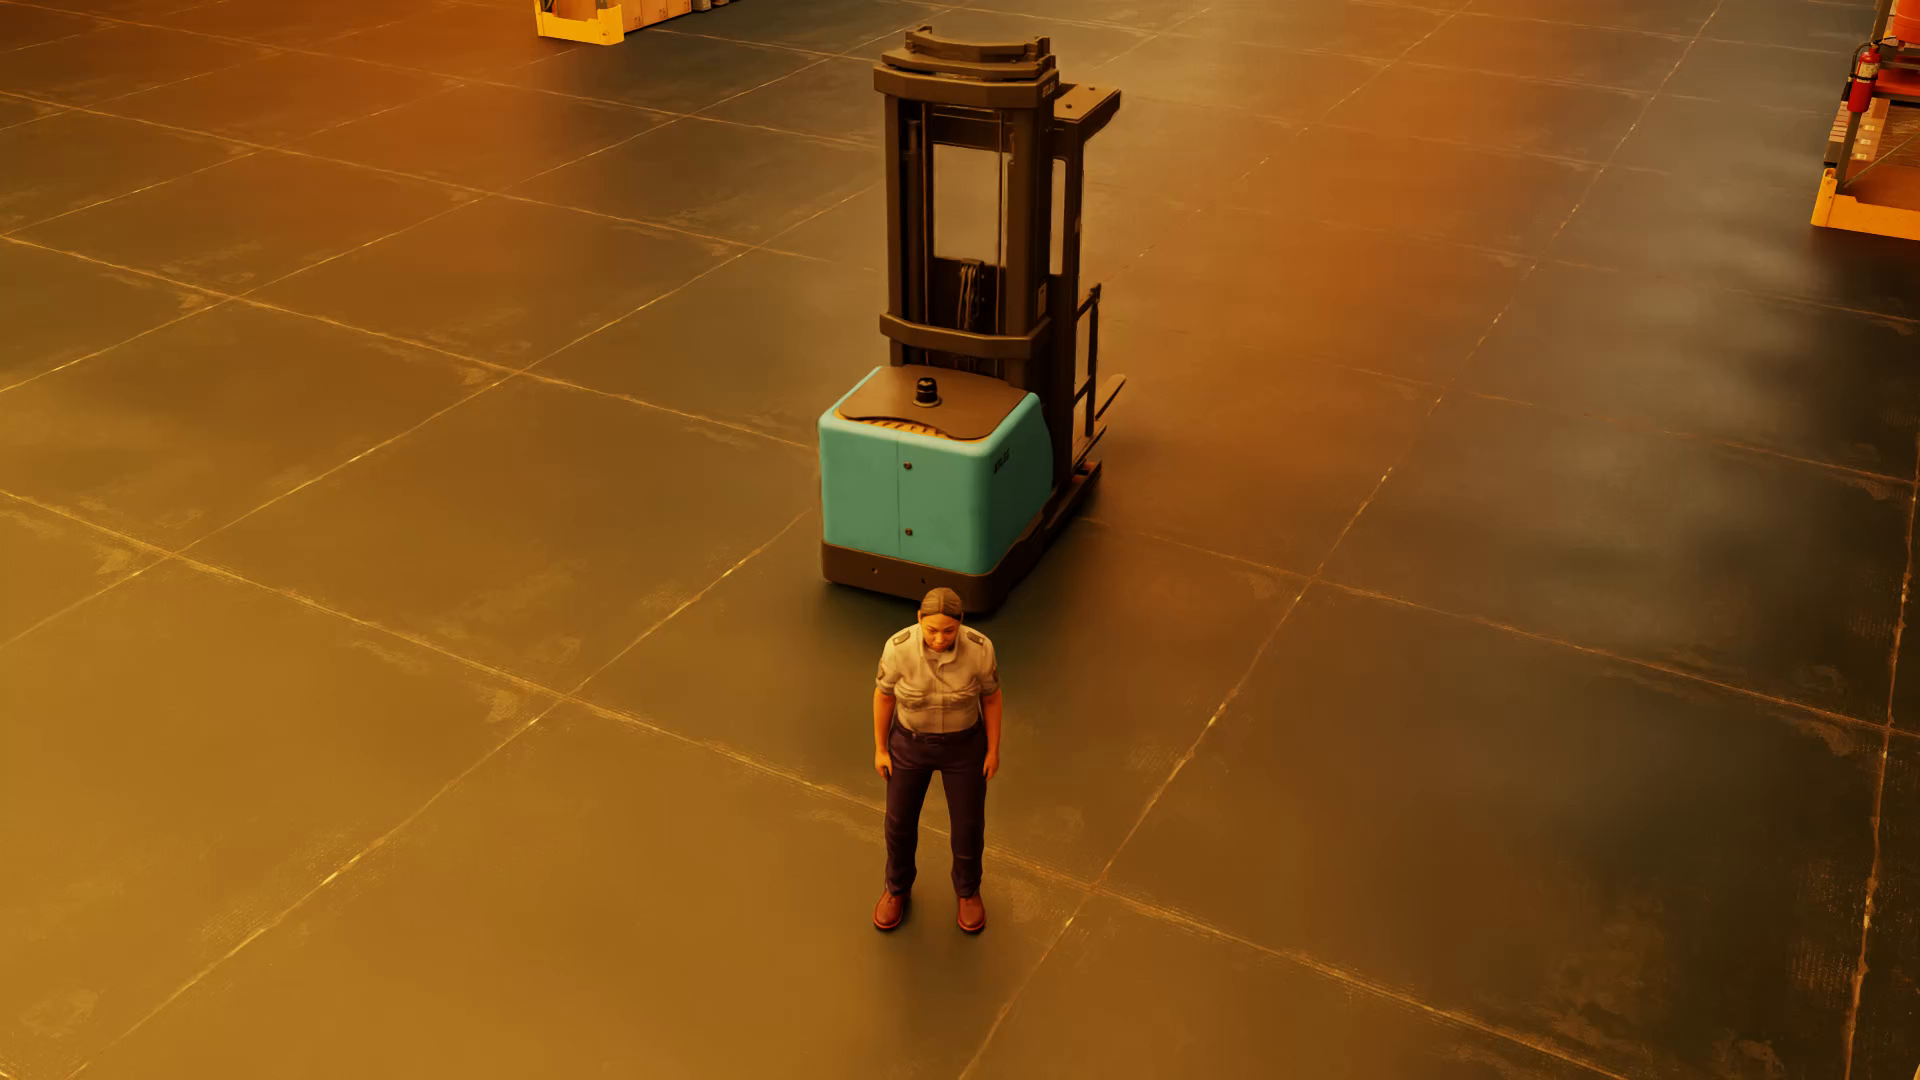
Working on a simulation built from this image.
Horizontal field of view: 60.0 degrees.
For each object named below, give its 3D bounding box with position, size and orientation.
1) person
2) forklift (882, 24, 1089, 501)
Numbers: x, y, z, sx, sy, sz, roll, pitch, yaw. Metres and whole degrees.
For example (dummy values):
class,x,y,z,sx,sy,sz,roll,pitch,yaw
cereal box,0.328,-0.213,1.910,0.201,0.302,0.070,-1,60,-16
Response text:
class,x,y,z,sx,sy,sz,roll,pitch,yaw
person,-0.100,0.873,6.843,0.543,1.651,0.372,1,30,1
forklift,0.256,-1.585,9.817,1.121,2.935,3.031,12,32,20
